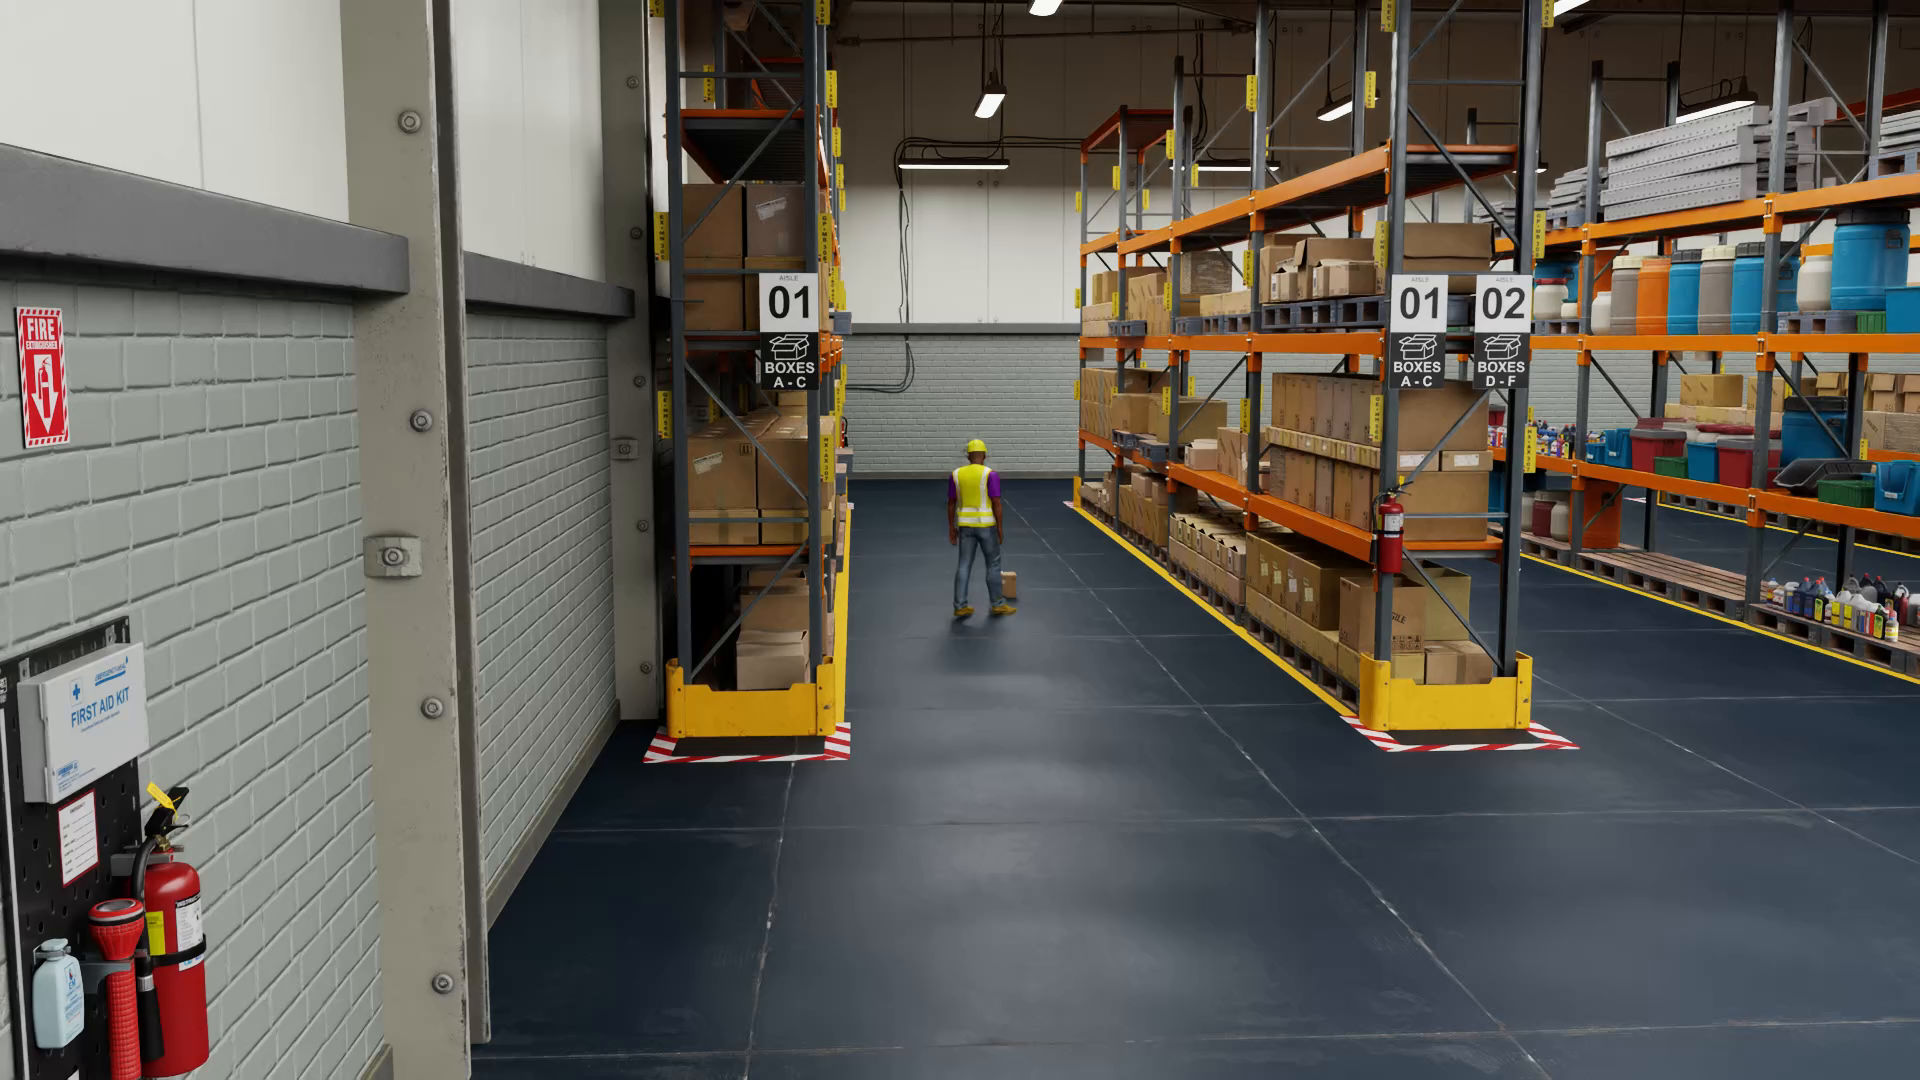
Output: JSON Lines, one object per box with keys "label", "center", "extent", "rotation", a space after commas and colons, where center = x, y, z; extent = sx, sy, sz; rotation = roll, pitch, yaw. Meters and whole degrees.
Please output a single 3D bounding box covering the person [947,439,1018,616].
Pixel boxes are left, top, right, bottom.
{"label": "person", "center": [0.169, -0.120, 16.669], "extent": [0.636, 1.776, 0.712], "rotation": [3, 8, 25]}
